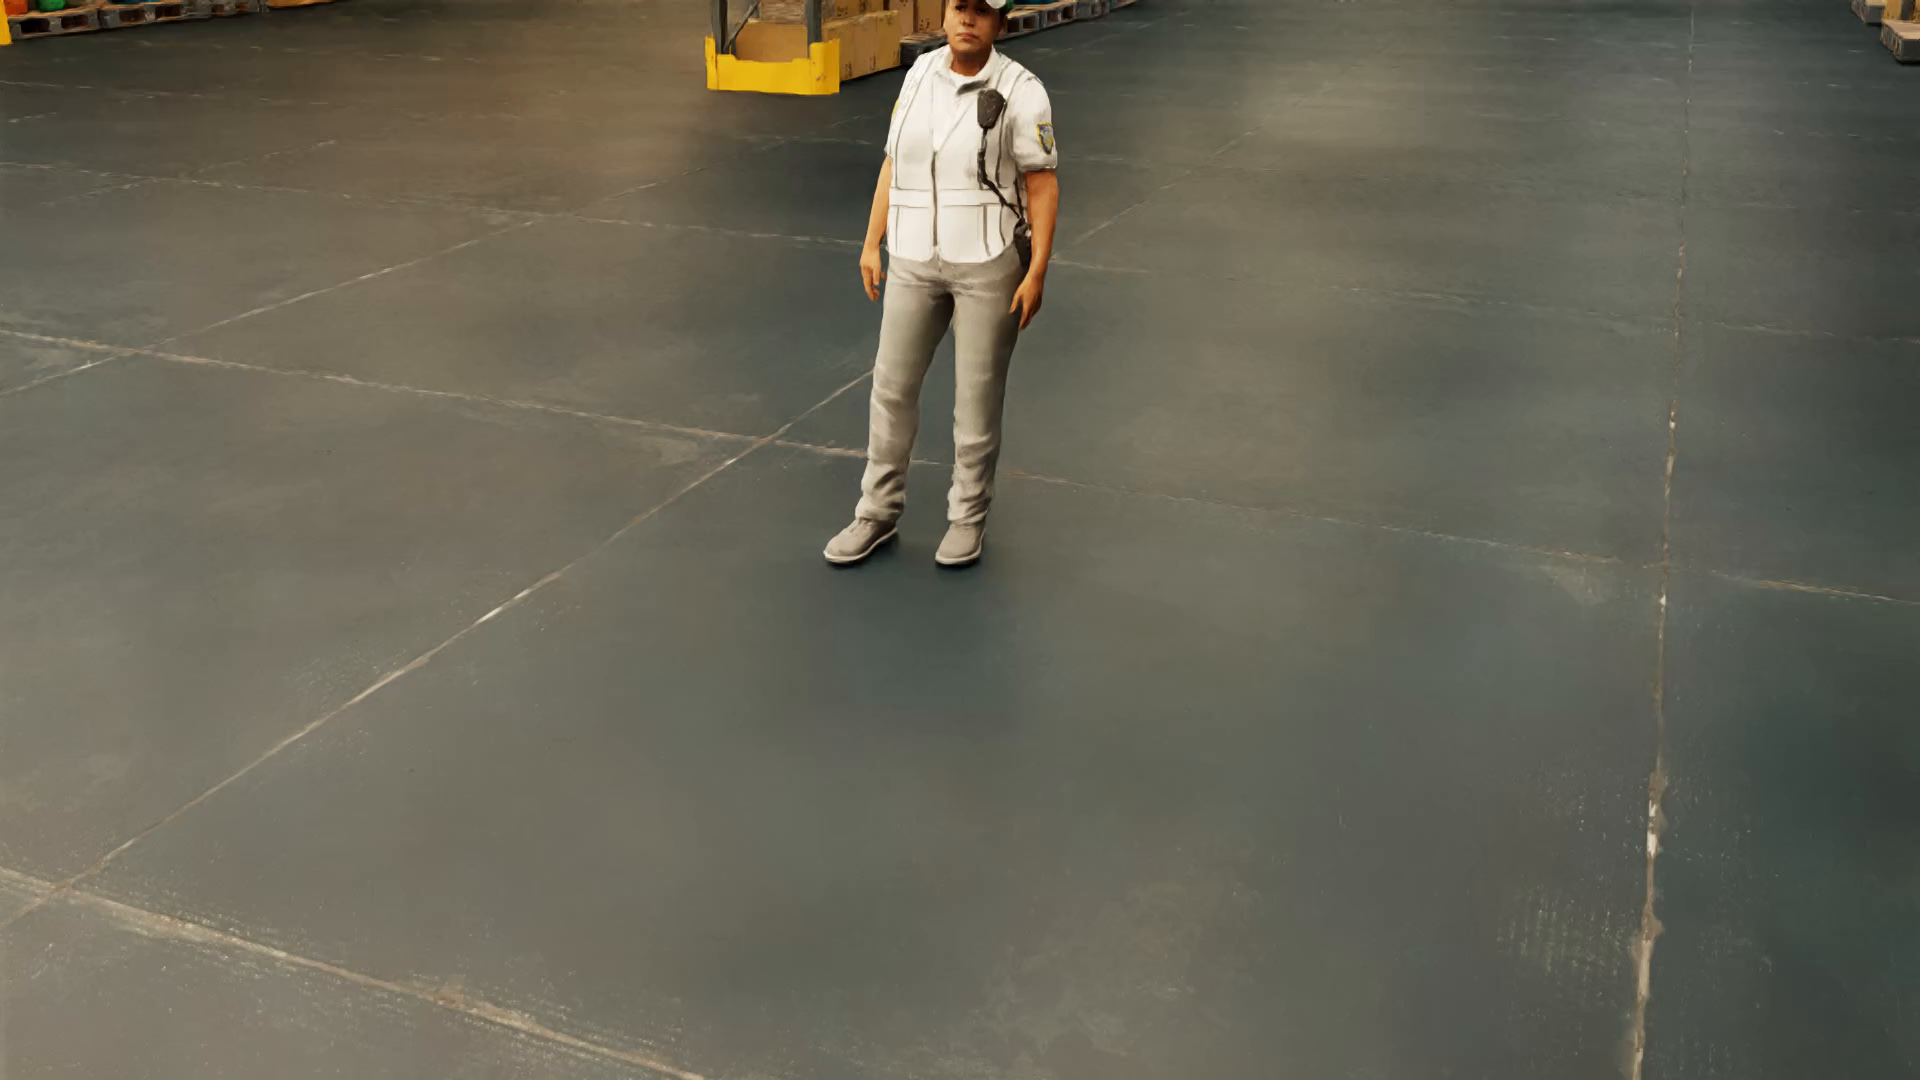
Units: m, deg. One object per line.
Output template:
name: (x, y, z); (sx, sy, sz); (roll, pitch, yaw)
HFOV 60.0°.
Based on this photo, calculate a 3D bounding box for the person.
person: (-0.050, -0.752, 4.711); (0.598, 1.669, 0.529); (9, 24, 21)
